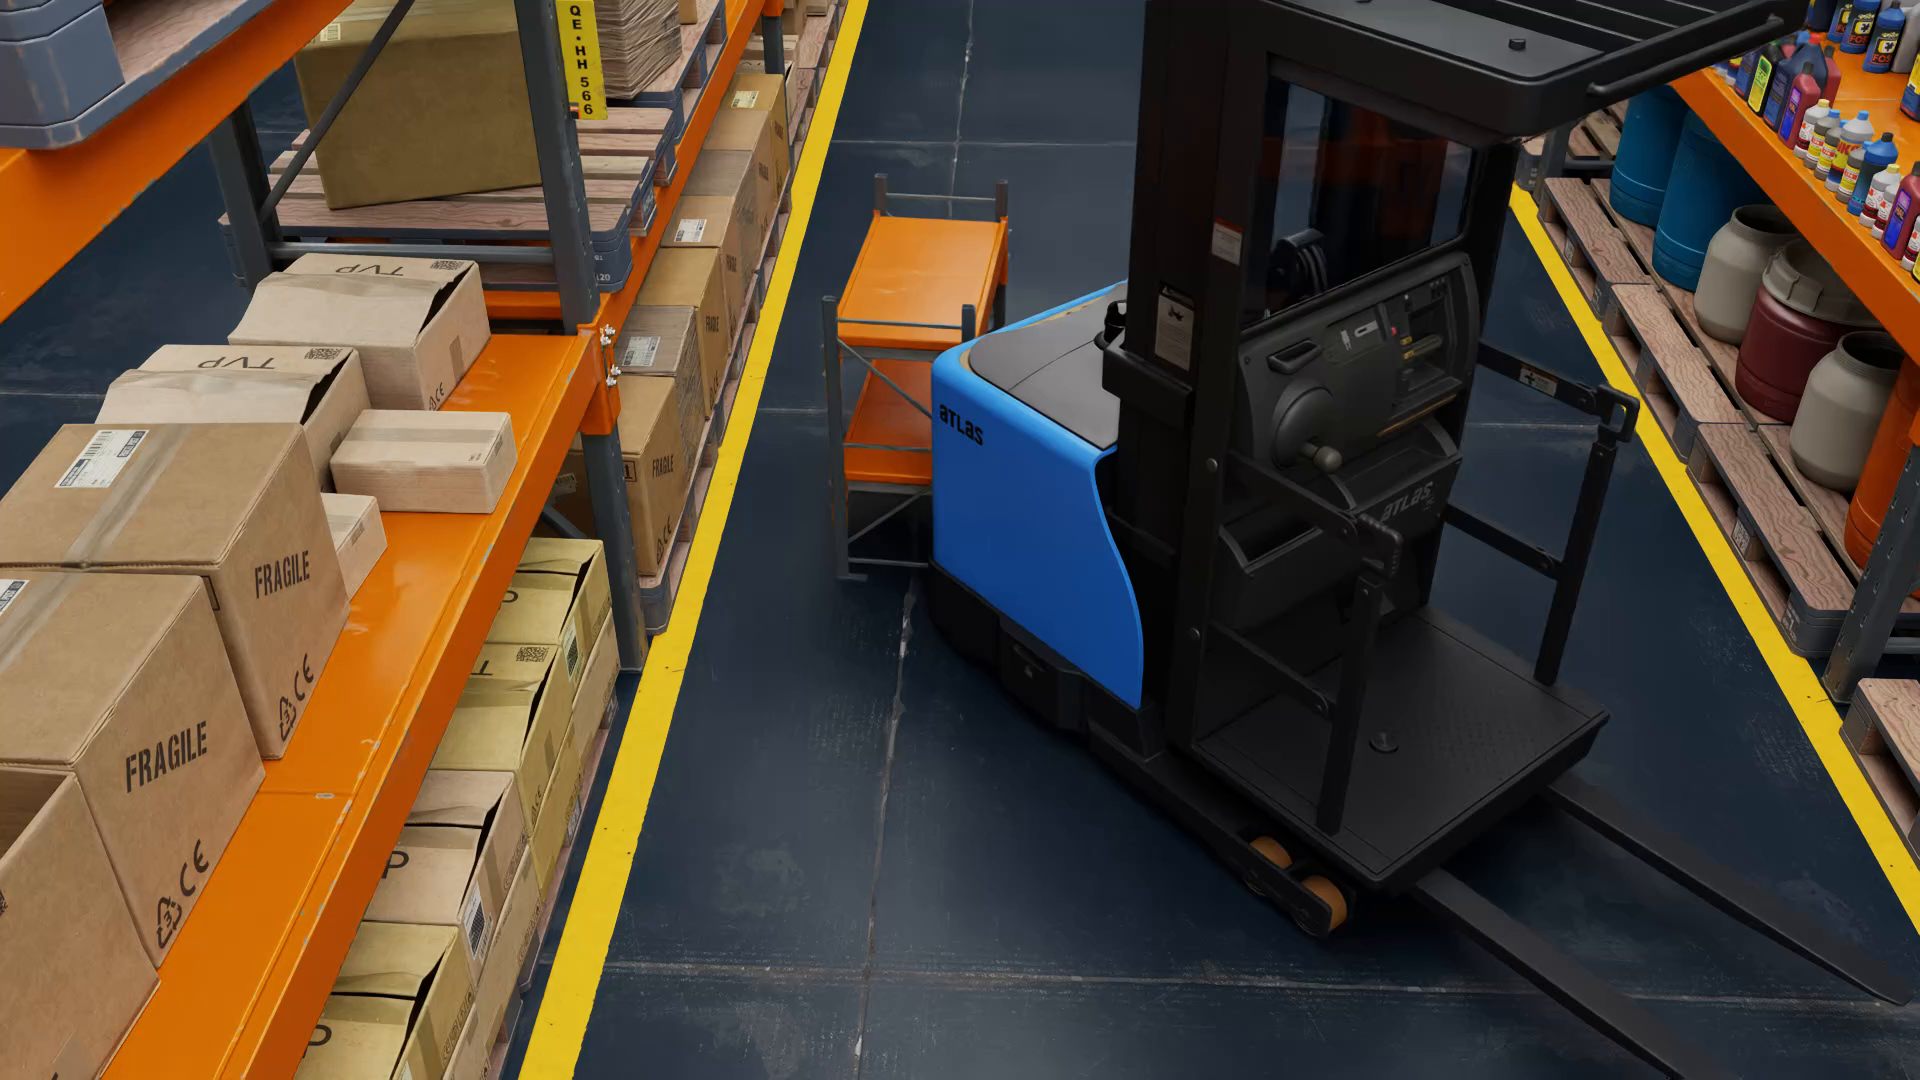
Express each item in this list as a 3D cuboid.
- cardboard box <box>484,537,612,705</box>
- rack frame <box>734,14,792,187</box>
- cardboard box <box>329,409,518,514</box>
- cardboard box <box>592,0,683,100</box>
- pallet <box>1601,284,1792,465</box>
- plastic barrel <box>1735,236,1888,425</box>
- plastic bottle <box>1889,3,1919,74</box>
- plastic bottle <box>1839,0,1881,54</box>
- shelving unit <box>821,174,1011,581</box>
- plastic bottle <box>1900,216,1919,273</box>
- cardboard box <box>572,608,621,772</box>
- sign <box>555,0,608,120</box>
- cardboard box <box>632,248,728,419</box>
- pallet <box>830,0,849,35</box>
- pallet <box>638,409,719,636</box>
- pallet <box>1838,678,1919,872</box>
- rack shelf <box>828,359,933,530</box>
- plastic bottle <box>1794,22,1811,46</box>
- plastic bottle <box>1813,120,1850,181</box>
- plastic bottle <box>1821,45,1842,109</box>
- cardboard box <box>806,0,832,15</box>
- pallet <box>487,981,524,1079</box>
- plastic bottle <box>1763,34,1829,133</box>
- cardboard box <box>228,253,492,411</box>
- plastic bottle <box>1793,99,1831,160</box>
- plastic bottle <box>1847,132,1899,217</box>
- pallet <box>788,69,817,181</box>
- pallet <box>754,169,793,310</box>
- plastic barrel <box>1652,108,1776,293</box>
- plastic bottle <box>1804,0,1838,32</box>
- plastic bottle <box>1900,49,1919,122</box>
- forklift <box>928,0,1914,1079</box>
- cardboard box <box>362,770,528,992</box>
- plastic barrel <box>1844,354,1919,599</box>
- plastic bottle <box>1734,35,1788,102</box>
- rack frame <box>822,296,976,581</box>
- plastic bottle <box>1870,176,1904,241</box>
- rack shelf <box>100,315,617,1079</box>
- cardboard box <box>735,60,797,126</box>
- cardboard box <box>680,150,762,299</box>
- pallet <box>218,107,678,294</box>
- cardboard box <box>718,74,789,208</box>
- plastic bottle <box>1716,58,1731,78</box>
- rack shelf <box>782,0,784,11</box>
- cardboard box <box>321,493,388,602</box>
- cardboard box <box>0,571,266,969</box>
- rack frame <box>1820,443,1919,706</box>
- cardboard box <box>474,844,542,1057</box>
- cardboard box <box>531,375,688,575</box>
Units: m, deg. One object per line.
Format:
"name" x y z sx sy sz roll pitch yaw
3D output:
"cardboard box" -1.344 0.207 4.884 0.500 0.311 0.500 2 35 3
"rack frame" -1.408 -3.121 8.082 1.000 3.000 0.127 1 35 2
"cardboard box" -1.329 -0.197 4.140 0.380 0.149 0.250 1 35 2
"cardboard box" -1.429 -1.921 5.923 0.700 0.500 0.500 8 36 11
"pallet" 3.422 -0.718 7.089 1.003 0.211 1.213 1 35 2
"plastic barrel" 3.428 -0.822 6.543 0.600 0.588 0.708 1 35 2
"plastic bottle" 3.799 -2.010 6.609 0.152 0.276 0.135 1 35 2
"plastic bottle" 3.683 -2.133 6.788 0.097 0.271 0.097 0 35 0
"shelving unit" -0.135 -0.601 6.127 0.538 1.125 1.048 4 35 6
"plastic bottle" 2.993 -0.933 5.142 0.097 0.201 0.097 0 35 0
"cardboard box" -1.346 0.438 5.044 0.500 0.250 0.500 2 35 3
"sign" -1.014 -1.286 4.464 0.100 0.325 0.005 1 35 2
"cardboard box" -1.224 -0.824 6.605 0.500 0.500 0.500 1 35 1
"pallet" -1.282 -3.776 11.440 1.003 0.211 1.213 1 35 2
"pallet" -1.501 -0.110 6.223 1.003 0.211 1.213 1 35 2
"pallet" 3.311 0.879 4.816 1.003 0.211 1.213 1 35 2
"rack shelf" -0.135 -0.401 6.267 0.538 0.278 1.000 4 35 6
"plastic bottle" 3.200 -1.848 6.383 0.097 0.271 0.097 0 35 0
"plastic bottle" 3.022 -1.345 5.728 0.097 0.201 0.097 0 35 0
"plastic bottle" 3.168 -1.660 6.105 0.061 0.283 0.133 1 35 2
"cardboard box" -1.091 -3.611 10.788 0.500 0.250 0.500 1 35 2
"pallet" -1.693 1.489 3.947 1.003 0.211 1.213 1 35 2
"plastic bottle" 3.064 -1.676 6.068 0.144 0.351 0.185 1 35 2
"cardboard box" -1.627 -0.578 4.542 0.500 0.311 0.500 3 35 5
"plastic bottle" 3.030 -1.457 5.888 0.097 0.201 0.097 0 35 0
"plastic bottle" 3.010 -1.206 5.470 0.097 0.271 0.097 0 35 0
"pallet" -1.380 -2.375 9.445 1.003 0.211 1.213 1 35 2
"pallet" -1.403 -1.512 8.218 1.003 0.211 1.213 1 35 2
"plastic barrel" 3.474 -1.599 7.376 0.600 0.901 0.708 1 35 2
"plastic bottle" 3.680 -2.346 7.022 0.144 0.351 0.185 1 35 2
"plastic bottle" 3.630 -1.742 6.163 0.144 0.351 0.185 1 35 2
"forklift" 1.211 -0.418 4.296 1.130 2.935 3.031 -25 42 -31
"cardboard box" -1.381 0.796 4.047 0.500 0.311 0.500 1 35 2
"plastic barrel" 3.383 -0.272 5.550 0.600 0.830 0.708 1 35 2
"plastic bottle" 3.077 -1.858 6.328 0.144 0.351 0.185 1 35 2
"rack frame" -0.199 -0.311 5.714 0.500 1.125 0.032 4 35 6
"plastic bottle" 3.003 -1.066 5.330 0.097 0.201 0.097 0 35 0
"rack shelf" -1.649 0.621 3.384 1.077 0.370 4.000 1 35 2
"cardboard box" -1.175 -2.437 9.065 0.500 0.311 0.500 1 35 2
"cardboard box" -1.190 -1.416 7.448 0.500 0.500 0.500 2 35 2
"pallet" -1.612 -1.135 5.424 1.213 0.211 1.003 1 35 2
"cardboard box" -1.142 -1.988 8.262 0.500 0.500 0.500 1 35 2
"plastic bottle" 3.063 -1.963 6.547 0.097 0.271 0.097 0 35 0
"rack shelf" -1.328 -3.976 9.924 1.077 0.370 4.000 1 35 2
"cardboard box" -1.564 0.014 3.840 0.380 0.149 0.250 4 35 5
"cardboard box" -1.641 0.403 2.981 0.500 0.500 0.500 1 35 2
"rack frame" 3.380 -0.706 4.646 1.000 3.000 0.127 1 35 2
"cardboard box" -1.387 1.023 4.211 0.500 0.250 0.500 2 35 3
"cardboard box" -1.265 -0.235 5.767 0.500 0.500 0.500 3 35 4
